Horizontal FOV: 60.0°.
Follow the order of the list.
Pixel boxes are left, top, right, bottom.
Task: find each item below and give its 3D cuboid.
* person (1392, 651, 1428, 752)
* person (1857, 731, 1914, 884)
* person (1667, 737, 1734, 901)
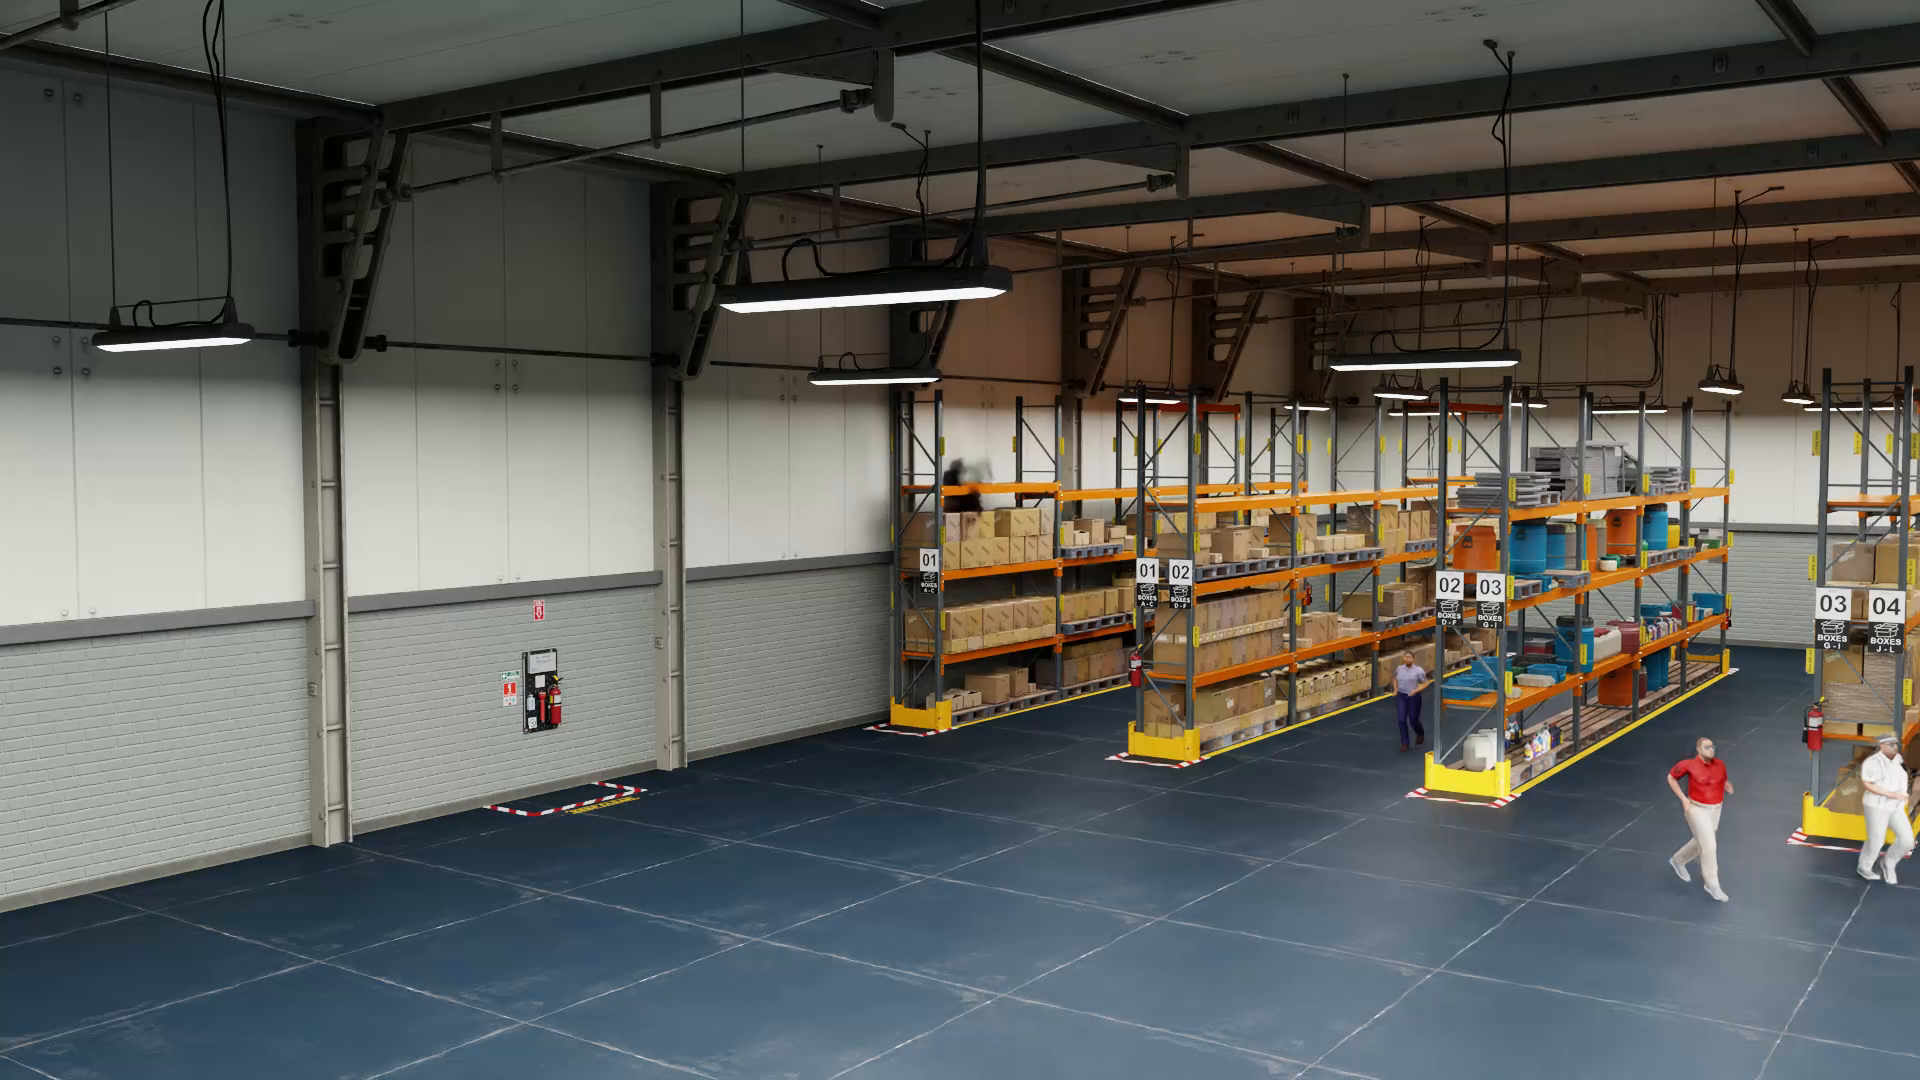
[{"bbox_3d":[7.401,2.649,27.413,0.615,1.620,0.764,2,4,30],"label":"person"},{"bbox_3d":[10.604,3.074,18.981,0.678,1.820,0.705,-1,3,-14],"label":"person"},{"bbox_3d":[8.370,3.089,18.719,0.641,1.762,0.893,-1,3,-21],"label":"person"}]
